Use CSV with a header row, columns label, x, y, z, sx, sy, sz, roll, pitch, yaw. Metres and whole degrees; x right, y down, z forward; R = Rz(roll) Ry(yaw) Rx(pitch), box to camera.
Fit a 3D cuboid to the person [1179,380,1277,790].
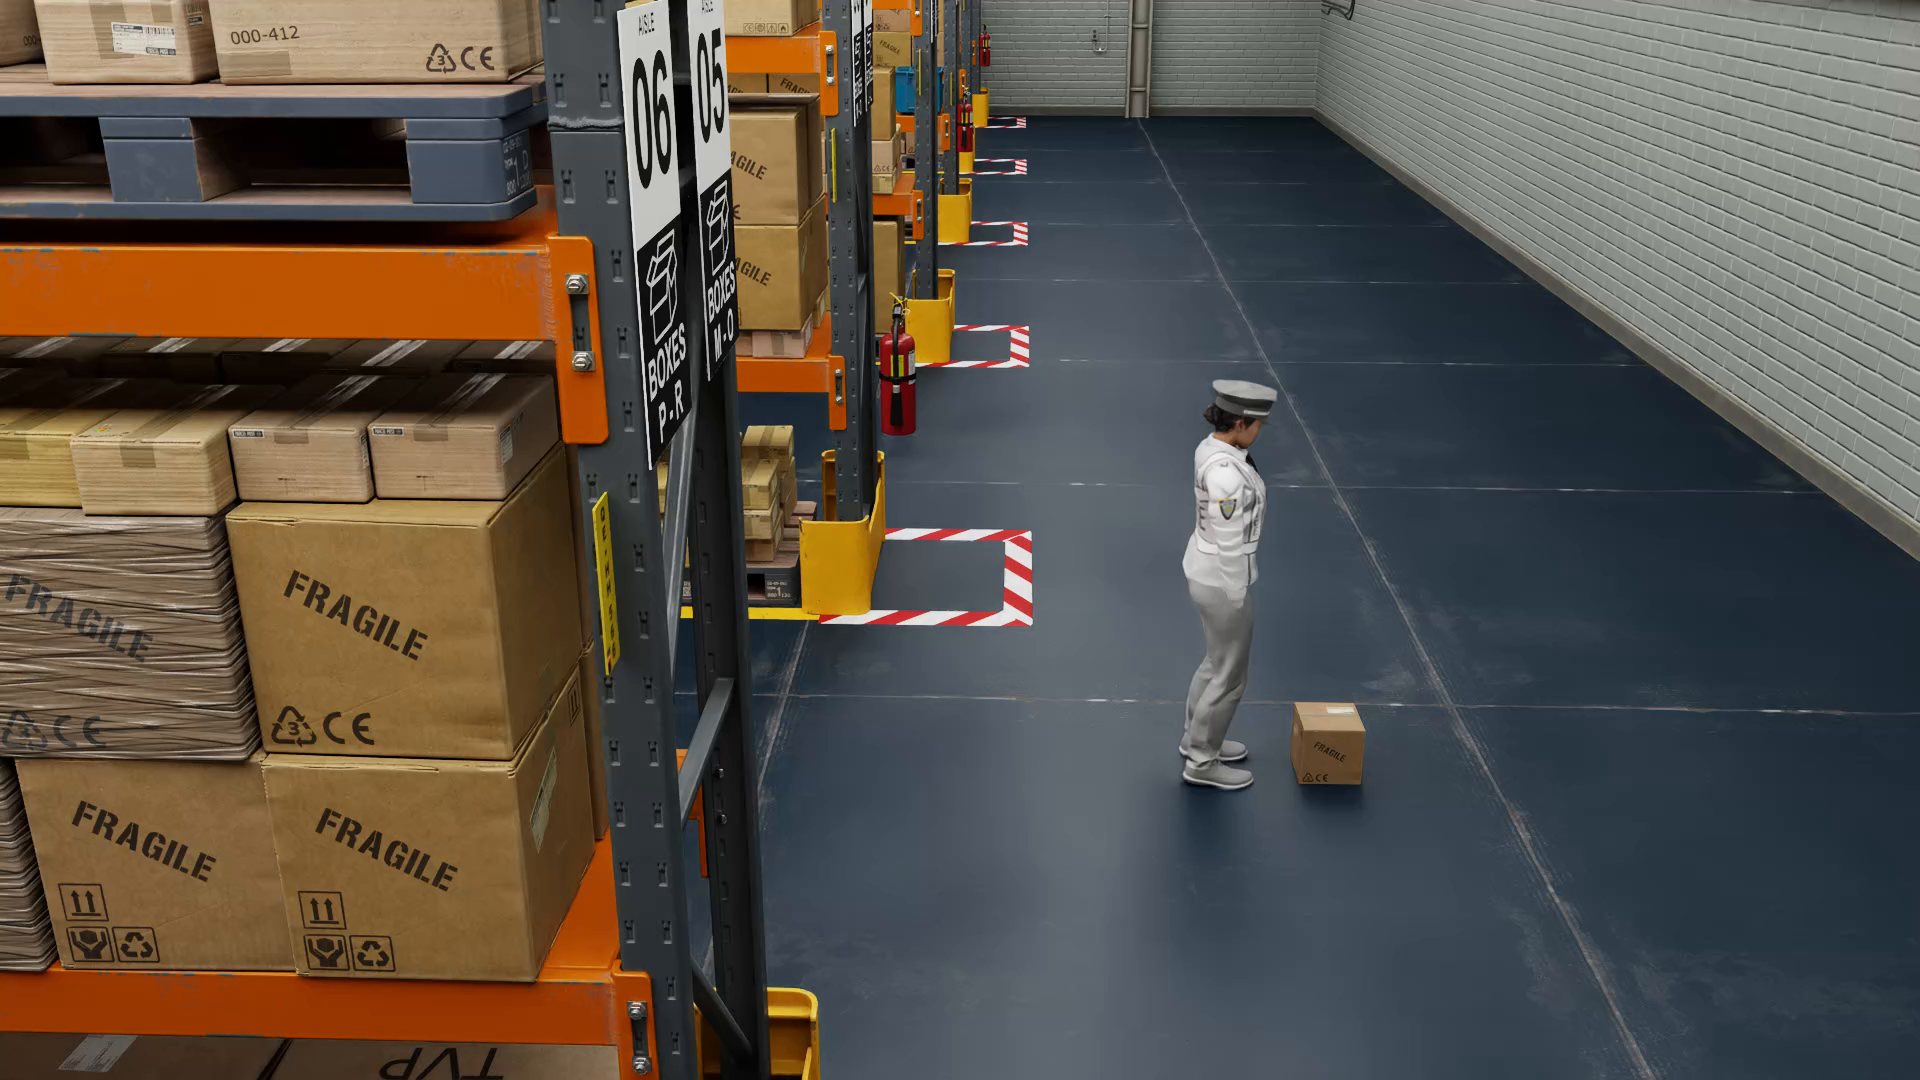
label,x,y,z,sx,sy,sz,roll,pitch,yaw
person,1.052,0.171,6.651,0.327,1.661,0.475,1,21,3
